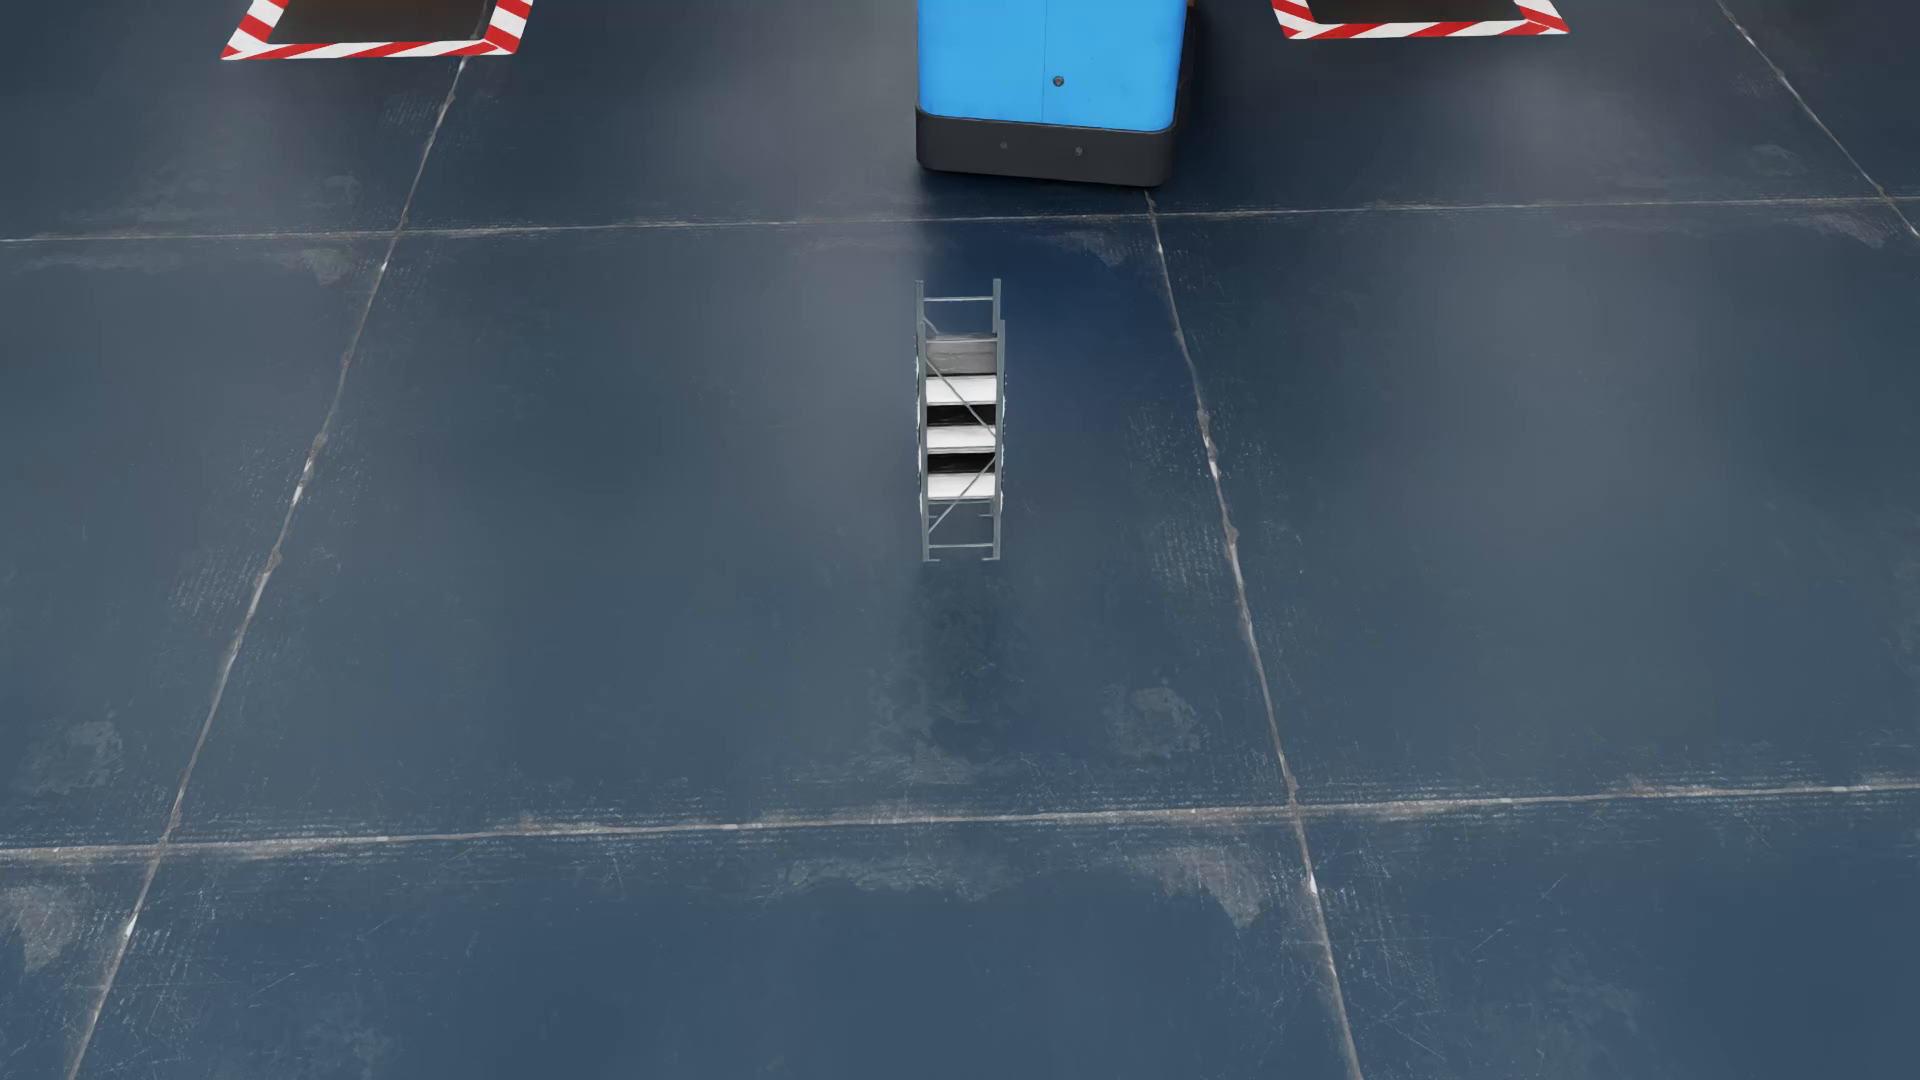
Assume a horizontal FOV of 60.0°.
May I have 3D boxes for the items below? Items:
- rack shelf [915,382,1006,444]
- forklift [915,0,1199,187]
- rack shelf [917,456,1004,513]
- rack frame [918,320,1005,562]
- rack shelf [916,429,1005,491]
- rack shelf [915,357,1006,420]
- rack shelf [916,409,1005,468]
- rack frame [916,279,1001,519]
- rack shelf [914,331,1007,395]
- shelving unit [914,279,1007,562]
[{"bbox_3d":[0.000,-0.379,4.914,0.258,0.077,0.200,-2,43,-2],"label":"rack shelf"},{"bbox_3d":[0.556,-3.505,6.904,1.130,2.935,3.031,6,43,6],"label":"forklift"},{"bbox_3d":[0.000,-0.180,5.096,0.258,0.077,0.200,-2,43,-2],"label":"rack shelf"},{"bbox_3d":[0.004,-0.269,4.877,0.240,0.900,0.006,-2,43,-2],"label":"rack frame"},{"bbox_3d":[0.000,-0.246,5.035,0.258,0.077,0.200,-2,43,-2],"label":"rack shelf"},{"bbox_3d":[0.000,-0.445,4.853,0.258,0.077,0.200,-2,43,-2],"label":"rack shelf"},{"bbox_3d":[0.000,-0.313,4.974,0.258,0.077,0.200,-2,43,-2],"label":"rack shelf"},{"bbox_3d":[-0.005,-0.406,5.027,0.240,0.900,0.006,-2,43,-2],"label":"rack frame"},{"bbox_3d":[0.000,-0.512,4.792,0.258,0.077,0.200,-2,43,-2],"label":"rack shelf"},{"bbox_3d":[0.000,-0.337,4.952,0.258,0.900,0.210,-2,43,-2],"label":"shelving unit"}]
